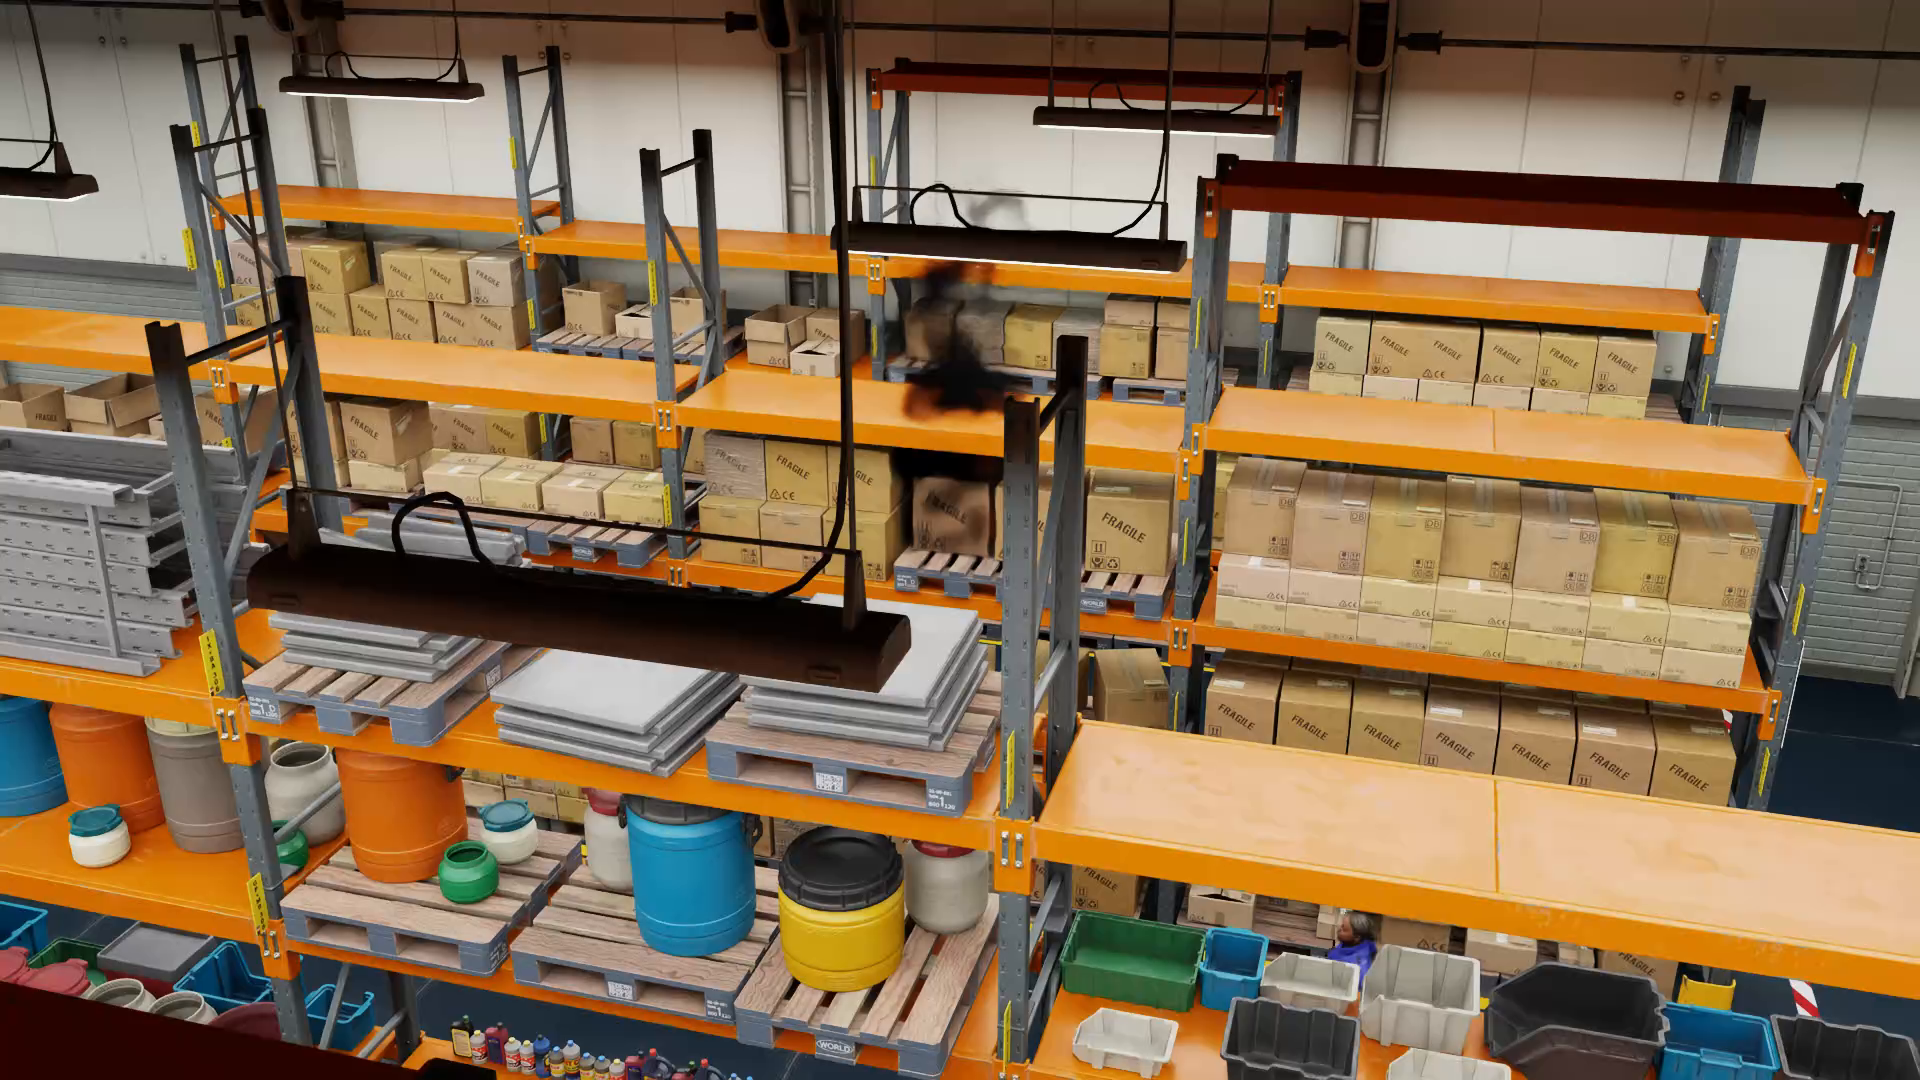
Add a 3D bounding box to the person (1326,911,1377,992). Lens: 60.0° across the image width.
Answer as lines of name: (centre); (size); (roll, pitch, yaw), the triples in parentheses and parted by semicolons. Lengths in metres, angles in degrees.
person: (2.512, 3.145, 11.072); (0.599, 1.617, 0.560); (1, 23, 2)
